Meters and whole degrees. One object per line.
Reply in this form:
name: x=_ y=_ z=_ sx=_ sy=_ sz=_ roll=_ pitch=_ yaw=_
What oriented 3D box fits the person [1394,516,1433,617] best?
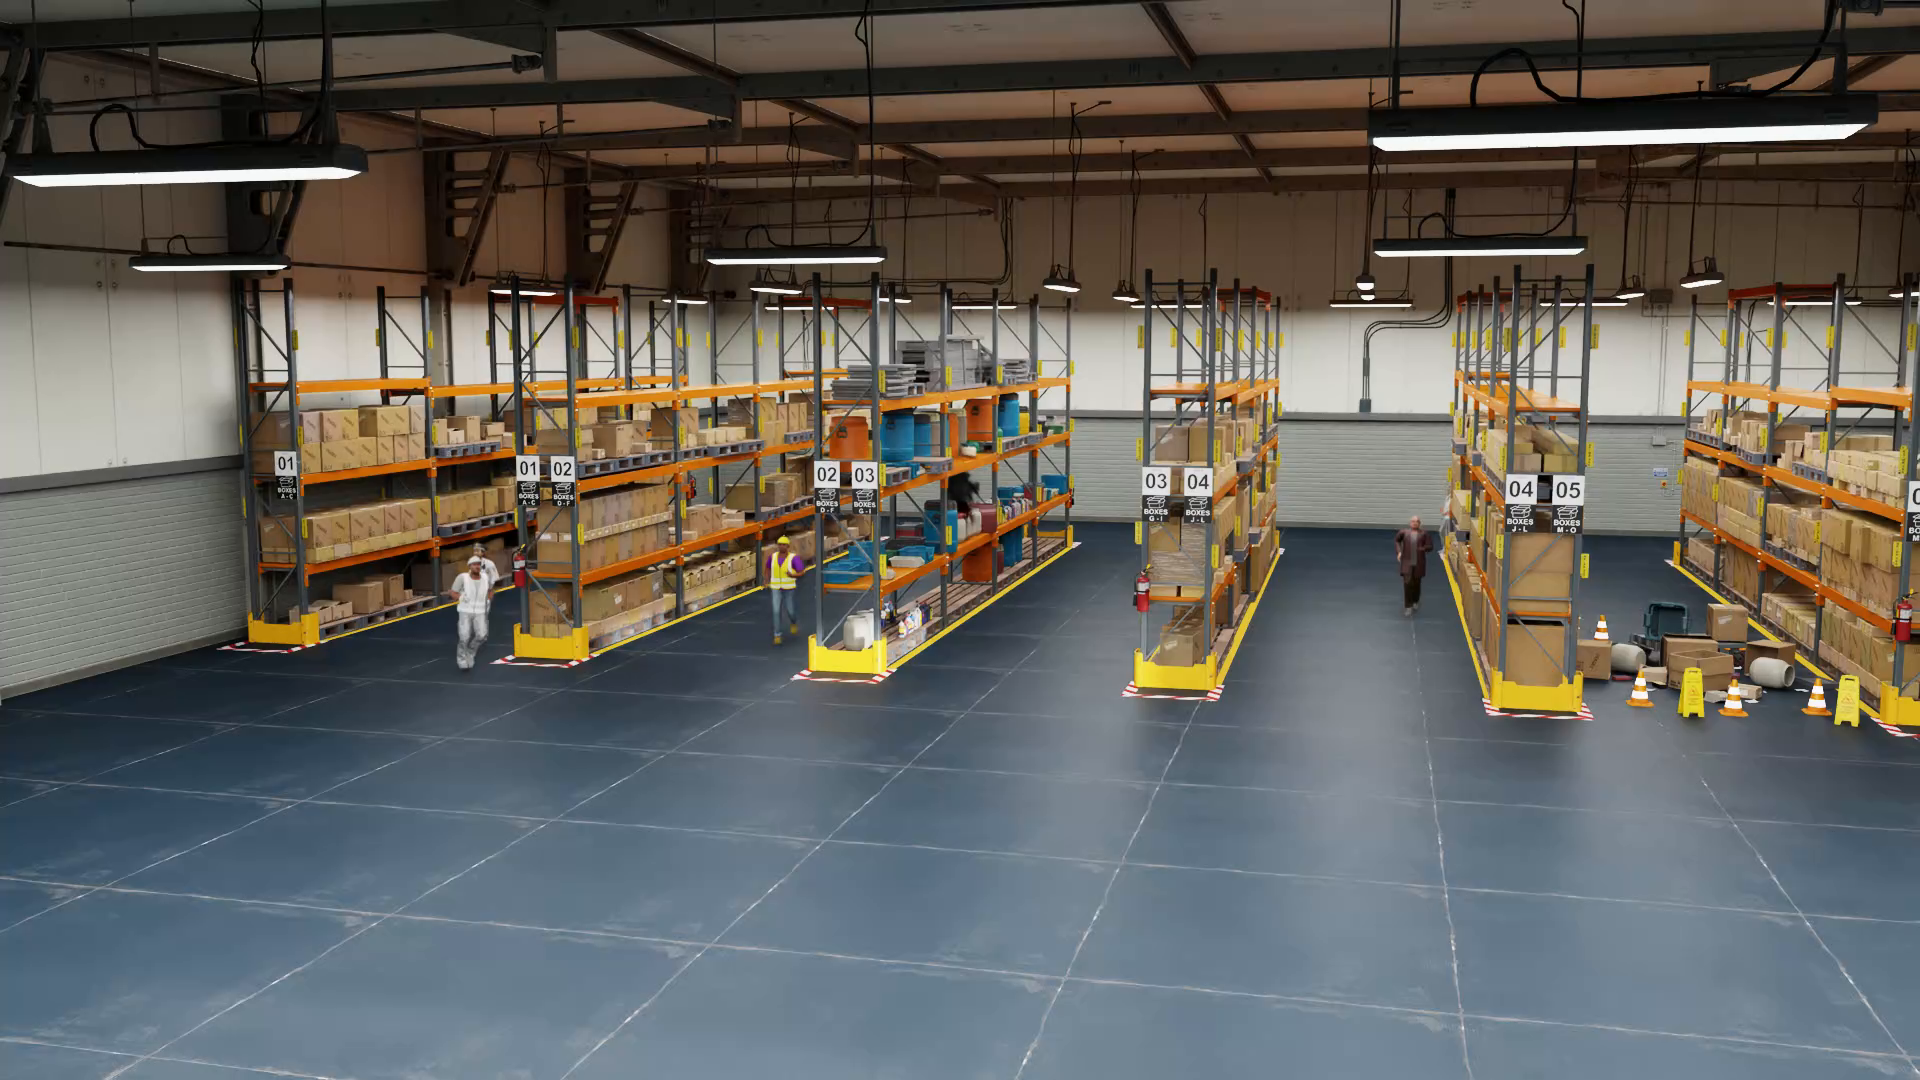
person: x=8.318 y=0.459 z=30.519 sx=0.694 sy=1.822 sz=0.877 roll=2 pitch=7 yaw=14

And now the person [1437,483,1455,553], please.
person: x=11.645 y=-0.529 z=39.178 sx=0.674 sy=1.736 sz=0.695 roll=0 pitch=7 yaw=-2

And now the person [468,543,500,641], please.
person: x=-7.971 y=0.872 z=27.704 sx=0.605 sy=1.662 sz=0.569 roll=1 pitch=7 yaw=6

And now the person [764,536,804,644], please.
person: x=-2.930 y=0.810 z=27.606 sx=0.710 sy=1.747 sz=0.968 roll=1 pitch=7 yaw=5

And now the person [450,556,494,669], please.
person: x=-7.372 y=1.108 z=25.298 sx=0.690 sy=1.729 sz=0.604 roll=-4 pitch=8 yaw=-30
